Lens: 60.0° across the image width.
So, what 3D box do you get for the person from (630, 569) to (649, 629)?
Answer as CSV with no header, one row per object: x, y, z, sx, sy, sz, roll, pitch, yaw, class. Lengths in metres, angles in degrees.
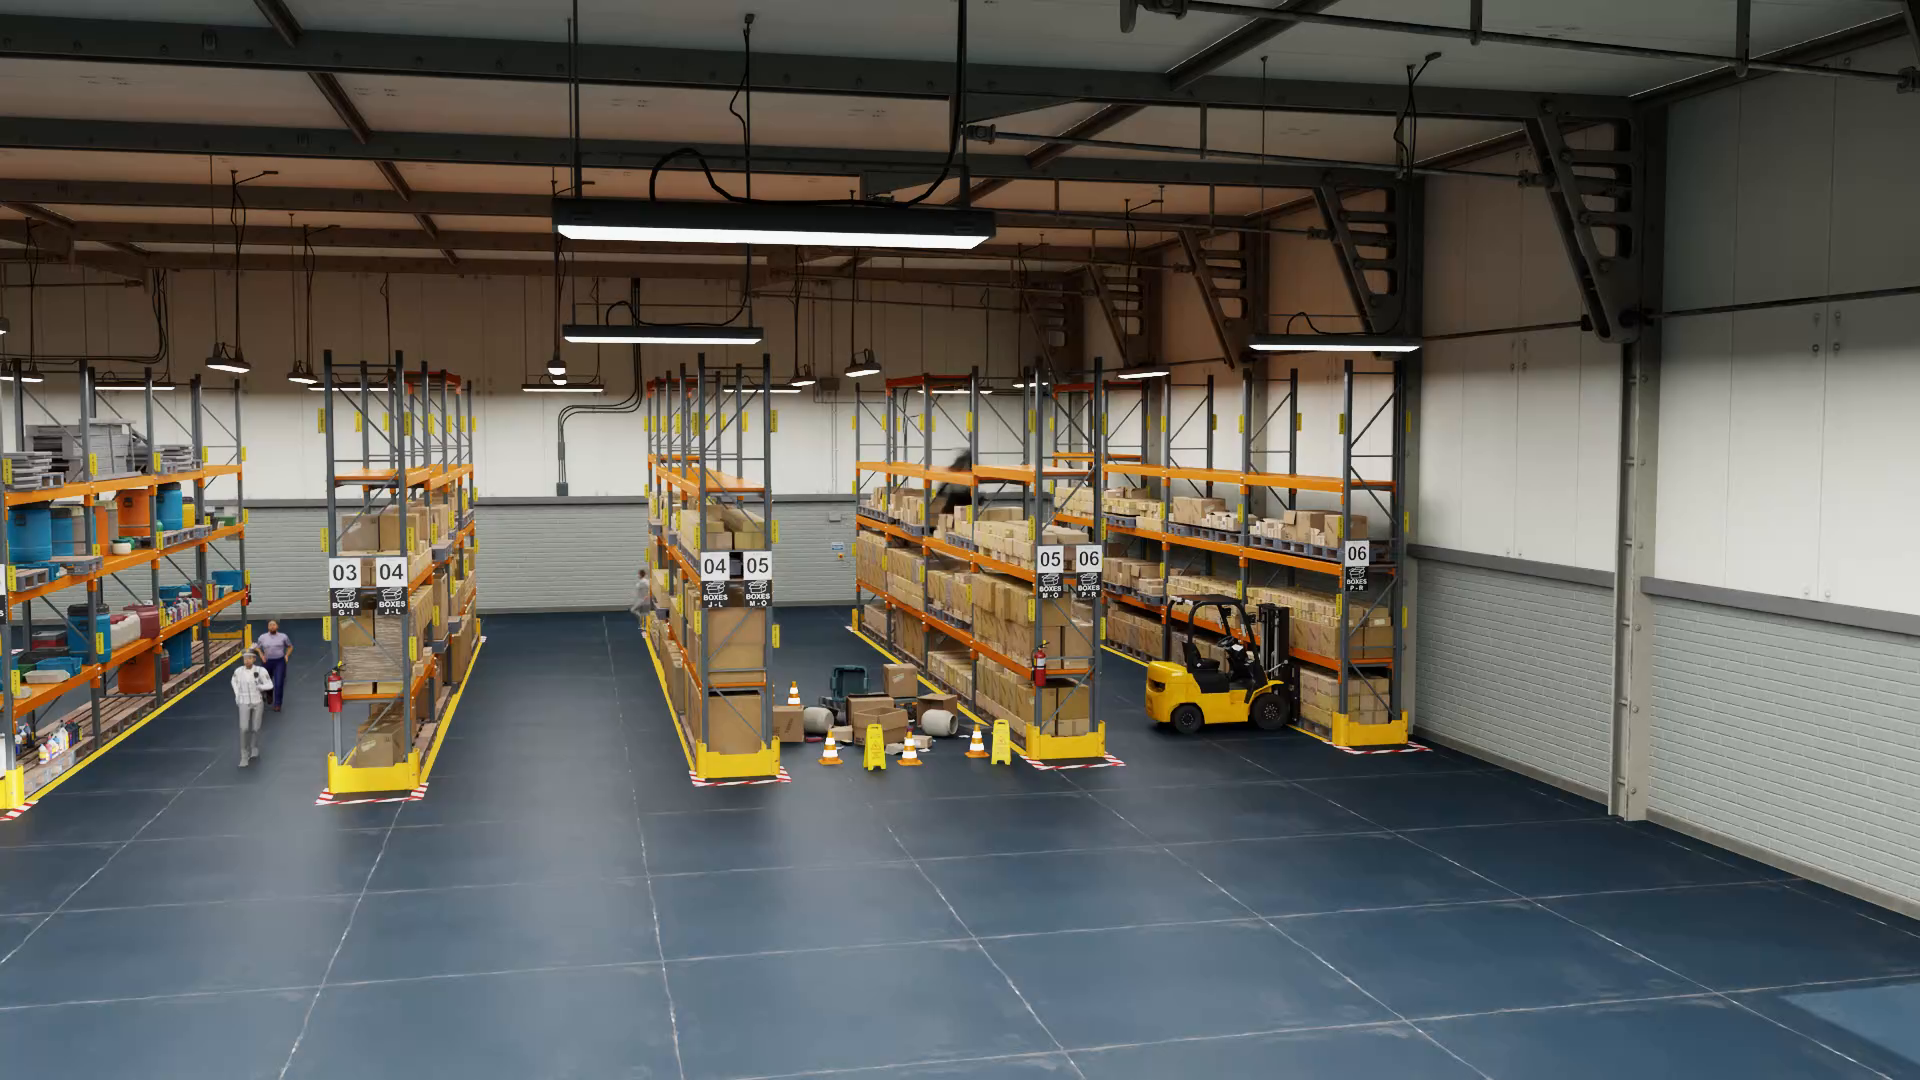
-7.696,1.447,40.280,0.598,1.513,0.656,-2,4,-21,person

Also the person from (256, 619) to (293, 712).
-11.984,2.181,29.084,0.610,1.596,0.632,-1,4,-19,person

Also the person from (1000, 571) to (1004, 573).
0.909,1.591,36.234,0.648,1.820,0.871,-1,4,-17,person

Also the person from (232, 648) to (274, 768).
-10.454,2.458,24.583,0.591,1.751,0.732,-1,4,-19,person
